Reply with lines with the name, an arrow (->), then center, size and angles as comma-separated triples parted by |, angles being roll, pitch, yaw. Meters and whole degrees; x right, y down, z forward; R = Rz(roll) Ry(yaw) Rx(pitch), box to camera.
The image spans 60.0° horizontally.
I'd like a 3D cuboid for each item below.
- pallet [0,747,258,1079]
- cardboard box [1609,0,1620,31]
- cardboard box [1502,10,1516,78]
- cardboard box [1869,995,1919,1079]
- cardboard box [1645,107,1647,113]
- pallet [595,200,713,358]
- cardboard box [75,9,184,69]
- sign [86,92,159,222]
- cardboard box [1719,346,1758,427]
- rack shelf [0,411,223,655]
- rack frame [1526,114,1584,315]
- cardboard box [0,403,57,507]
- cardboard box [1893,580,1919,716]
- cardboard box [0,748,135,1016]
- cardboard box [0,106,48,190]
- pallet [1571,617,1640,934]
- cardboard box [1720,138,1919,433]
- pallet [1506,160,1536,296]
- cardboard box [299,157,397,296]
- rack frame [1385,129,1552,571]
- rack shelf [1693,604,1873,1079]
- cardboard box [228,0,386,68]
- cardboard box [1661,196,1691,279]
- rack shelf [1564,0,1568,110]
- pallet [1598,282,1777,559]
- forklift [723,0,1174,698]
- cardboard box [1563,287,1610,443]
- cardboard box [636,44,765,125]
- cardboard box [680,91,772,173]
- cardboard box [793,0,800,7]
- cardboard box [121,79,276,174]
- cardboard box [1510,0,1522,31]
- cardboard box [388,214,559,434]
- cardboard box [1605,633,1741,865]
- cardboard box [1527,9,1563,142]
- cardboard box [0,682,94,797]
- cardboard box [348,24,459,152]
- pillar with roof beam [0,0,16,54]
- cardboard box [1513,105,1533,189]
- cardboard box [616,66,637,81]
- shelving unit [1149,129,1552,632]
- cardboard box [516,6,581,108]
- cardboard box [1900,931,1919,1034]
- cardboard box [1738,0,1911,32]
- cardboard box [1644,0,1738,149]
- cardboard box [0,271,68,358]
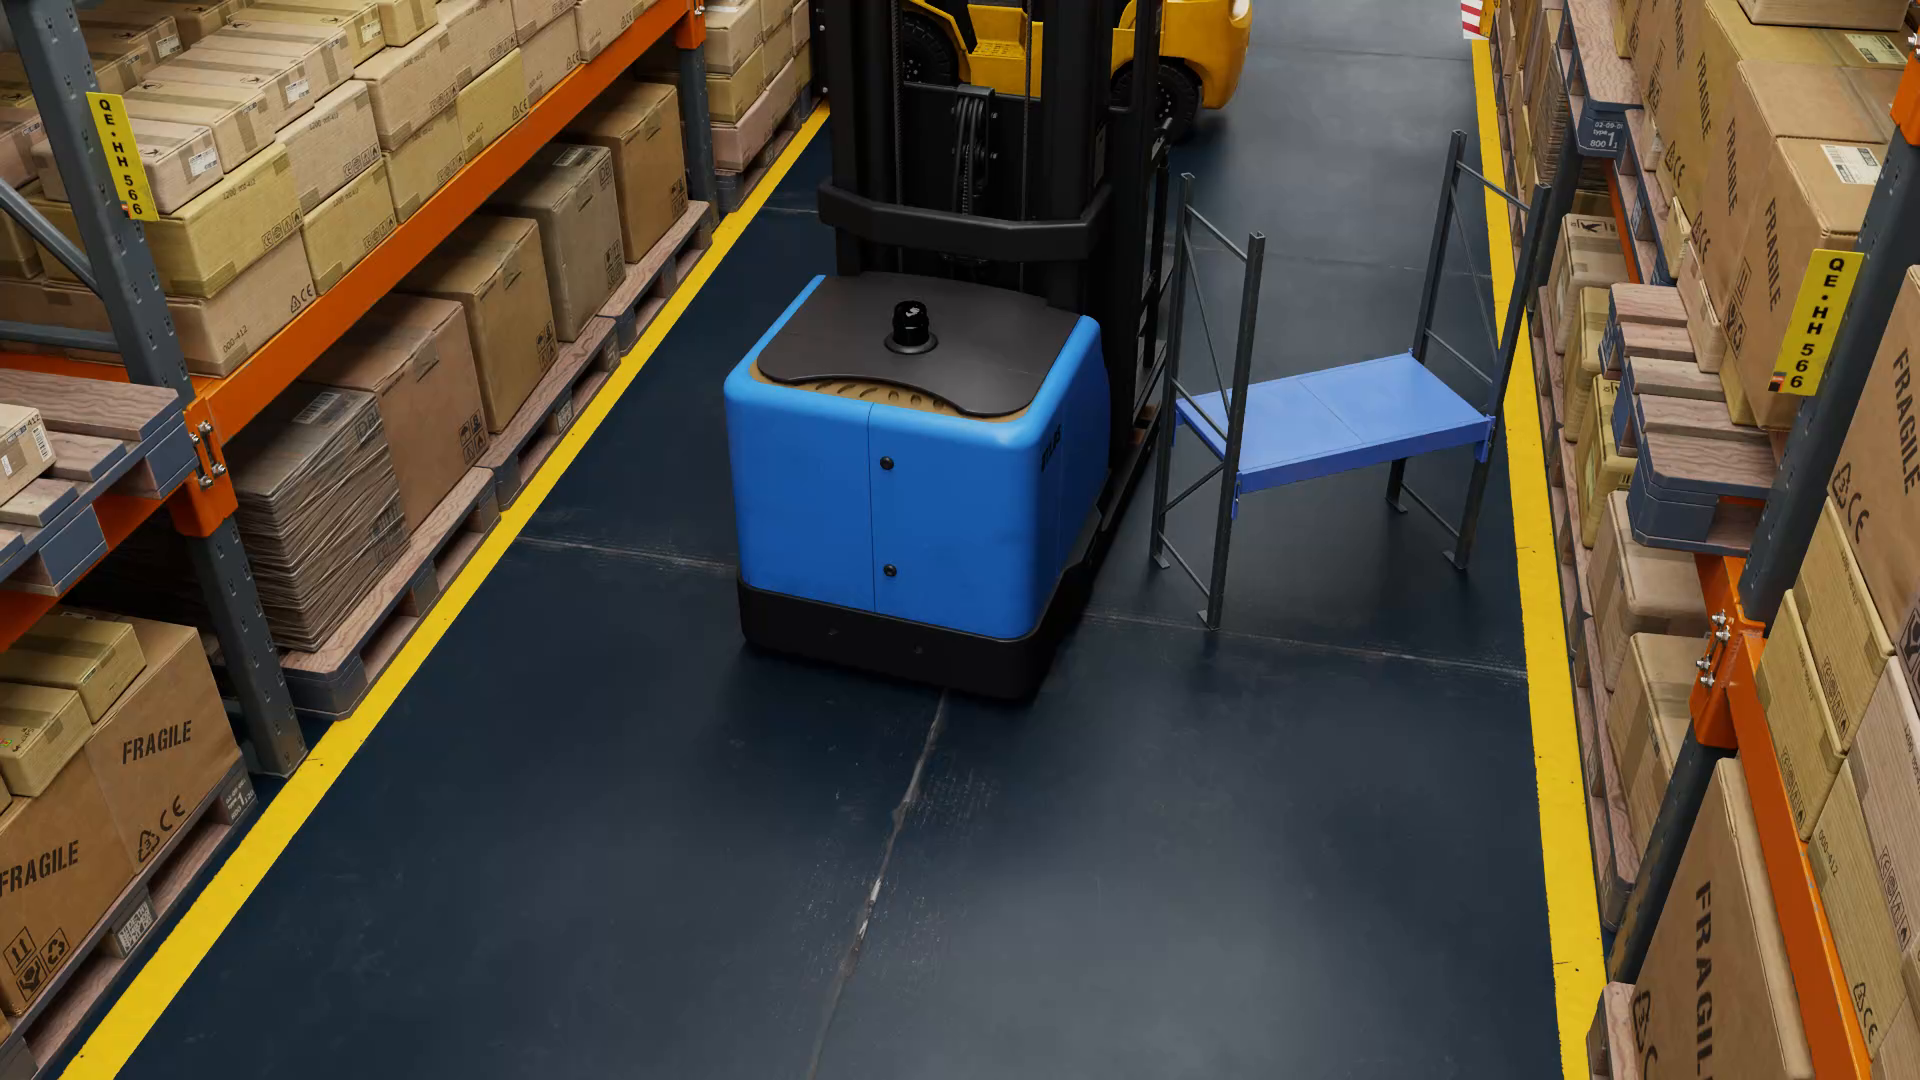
pallet -> -2.775, 0.994, 4.699 | 1.003, 0.211, 1.213 | 7, 37, 10
cardboard box -> 2.699, -2.023, 6.341 | 0.380, 0.149, 0.250 | 8, 37, 11
cardboard box -> 3.421, -2.862, 9.628 | 0.500, 0.250, 0.500 | 9, 37, 12
cardboard box -> 1.711, 0.968, 2.486 | 0.500, 0.250, 0.500 | 8, 37, 12
cardboard box -> 2.501, -1.425, 5.516 | 0.380, 0.149, 0.250 | 8, 37, 10
pallet -> -1.843, -1.295, 7.857 | 1.003, 0.211, 1.213 | 7, 37, 10
cardboard box -> -2.661, -1.528, 5.164 | 0.380, 0.149, 0.250 | 7, 36, 9
sign -> -2.046, -0.933, 4.061 | 0.100, 0.325, 0.005 | 7, 37, 10
cardboard box -> 2.098, -0.387, 4.084 | 0.380, 0.149, 0.250 | 8, 37, 11
rack shelf -> -3.006, 0.880, 3.093 | 1.077, 0.370, 4.000 | 7, 37, 10
rack frame -> 3.126, -2.232, 6.773 | 1.000, 3.000, 0.127 | 7, 37, 10
cardboard box -> -2.344, -0.202, 3.829 | 0.380, 0.149, 0.250 | 8, 37, 11
cardboard box -> 1.831, 0.154, 2.544 | 0.500, 0.500, 0.500 | 7, 37, 10
cardboard box -> -2.576, 0.839, 4.309 | 0.500, 0.500, 0.500 | 7, 36, 9
cardboard box -> -2.707, -1.073, 4.537 | 0.380, 0.149, 0.250 | 8, 37, 11
pallet -> 2.440, 0.743, 5.045 | 1.003, 0.211, 1.213 | 7, 37, 10
cardboard box -> 2.097, -0.565, 3.777 | 0.500, 0.500, 0.500 | 6, 36, 9
pallet -> 3.235, -1.492, 8.129 | 1.003, 0.211, 1.213 | 7, 37, 10
cardboard box -> -2.133, -1.009, 5.214 | 0.500, 0.250, 0.500 | 7, 36, 9
rack frame -> 1.758, -0.636, 5.849 | 0.032, 1.500, 0.500 | -12, 38, -17
rack shelf -> 1.844, 1.500, 2.238 | 1.077, 0.370, 4.000 | 7, 37, 10
cardboard box -> -2.069, -1.610, 5.278 | 0.380, 0.149, 0.250 | 8, 37, 10
cardboard box -> 2.215, -0.840, 4.709 | 0.380, 0.149, 0.250 | 8, 37, 11
rack shelf -> 3.553, -3.087, 8.566 | 1.077, 0.370, 4.000 | 7, 37, 10
pallet -> 2.320, -0.283, 4.247 | 1.213, 0.211, 1.003 | 7, 37, 10
forklift -> 0.196, -1.535, 5.871 | 1.130, 2.935, 3.031 | 11, 37, 15
cardboard box -> 2.866, -0.624, 6.436 | 0.950, 0.372, 0.625 | 10, 37, 13
cardboard box -> -1.319, -2.349, 8.495 | 0.500, 0.250, 0.500 | 7, 37, 10
cardboard box -> -1.297, -2.144, 8.638 | 0.500, 0.250, 0.500 | 8, 37, 10
cardboard box -> -1.100, -3.130, 9.145 | 0.500, 0.250, 0.500 | 9, 37, 12
cardboard box -> -2.167, -1.161, 4.657 | 0.380, 0.149, 0.250 | 8, 37, 11
cardboard box -> 3.426, -3.143, 9.377 | 0.500, 0.500, 0.500 | 6, 36, 8
cardboard box -> -2.156, -0.884, 6.580 | 0.875, 0.625, 0.625 | 6, 36, 8
cardboard box -> 2.402, 0.633, 4.702 | 0.950, 0.372, 0.625 | 5, 36, 7
cardboard box -> 3.097, -2.257, 8.154 | 0.500, 0.500, 0.500 | 8, 37, 11
cardboard box -> -2.464, 0.496, 4.229 | 0.380, 0.149, 0.250 | 6, 36, 8
cardboard box -> -2.007, -1.509, 5.477 | 0.500, 0.250, 0.500 | 6, 36, 9
pillar with roof beam -> 1.025, -3.308, 3.146 | 9.100, 9.000, 0.400 | 7, 37, 10
cardboard box -> 3.094, -1.967, 8.394 | 0.500, 0.250, 0.500 | 6, 36, 9
cardboard box -> -1.820, -2.416, 8.586 | 0.500, 0.250, 0.500 | 7, 36, 9
shelving unit -> 1.282, -0.531, 5.705 | 1.048, 1.500, 0.538 | -12, 38, -17
cardboard box -> -1.814, -1.899, 6.442 | 0.500, 0.250, 0.500 | 8, 37, 10
cardboard box -> 1.692, 0.760, 2.347 | 0.500, 0.250, 0.500 | 7, 37, 10
cardboard box -> 2.345, -1.505, 4.522 | 0.380, 0.149, 0.250 | 6, 36, 8
cardboard box -> 2.421, -1.465, 5.019 | 0.500, 0.500, 0.500 | 6, 36, 8
cardboard box -> -2.732, -0.787, 4.908 | 0.500, 0.250, 0.500 | 7, 36, 9
